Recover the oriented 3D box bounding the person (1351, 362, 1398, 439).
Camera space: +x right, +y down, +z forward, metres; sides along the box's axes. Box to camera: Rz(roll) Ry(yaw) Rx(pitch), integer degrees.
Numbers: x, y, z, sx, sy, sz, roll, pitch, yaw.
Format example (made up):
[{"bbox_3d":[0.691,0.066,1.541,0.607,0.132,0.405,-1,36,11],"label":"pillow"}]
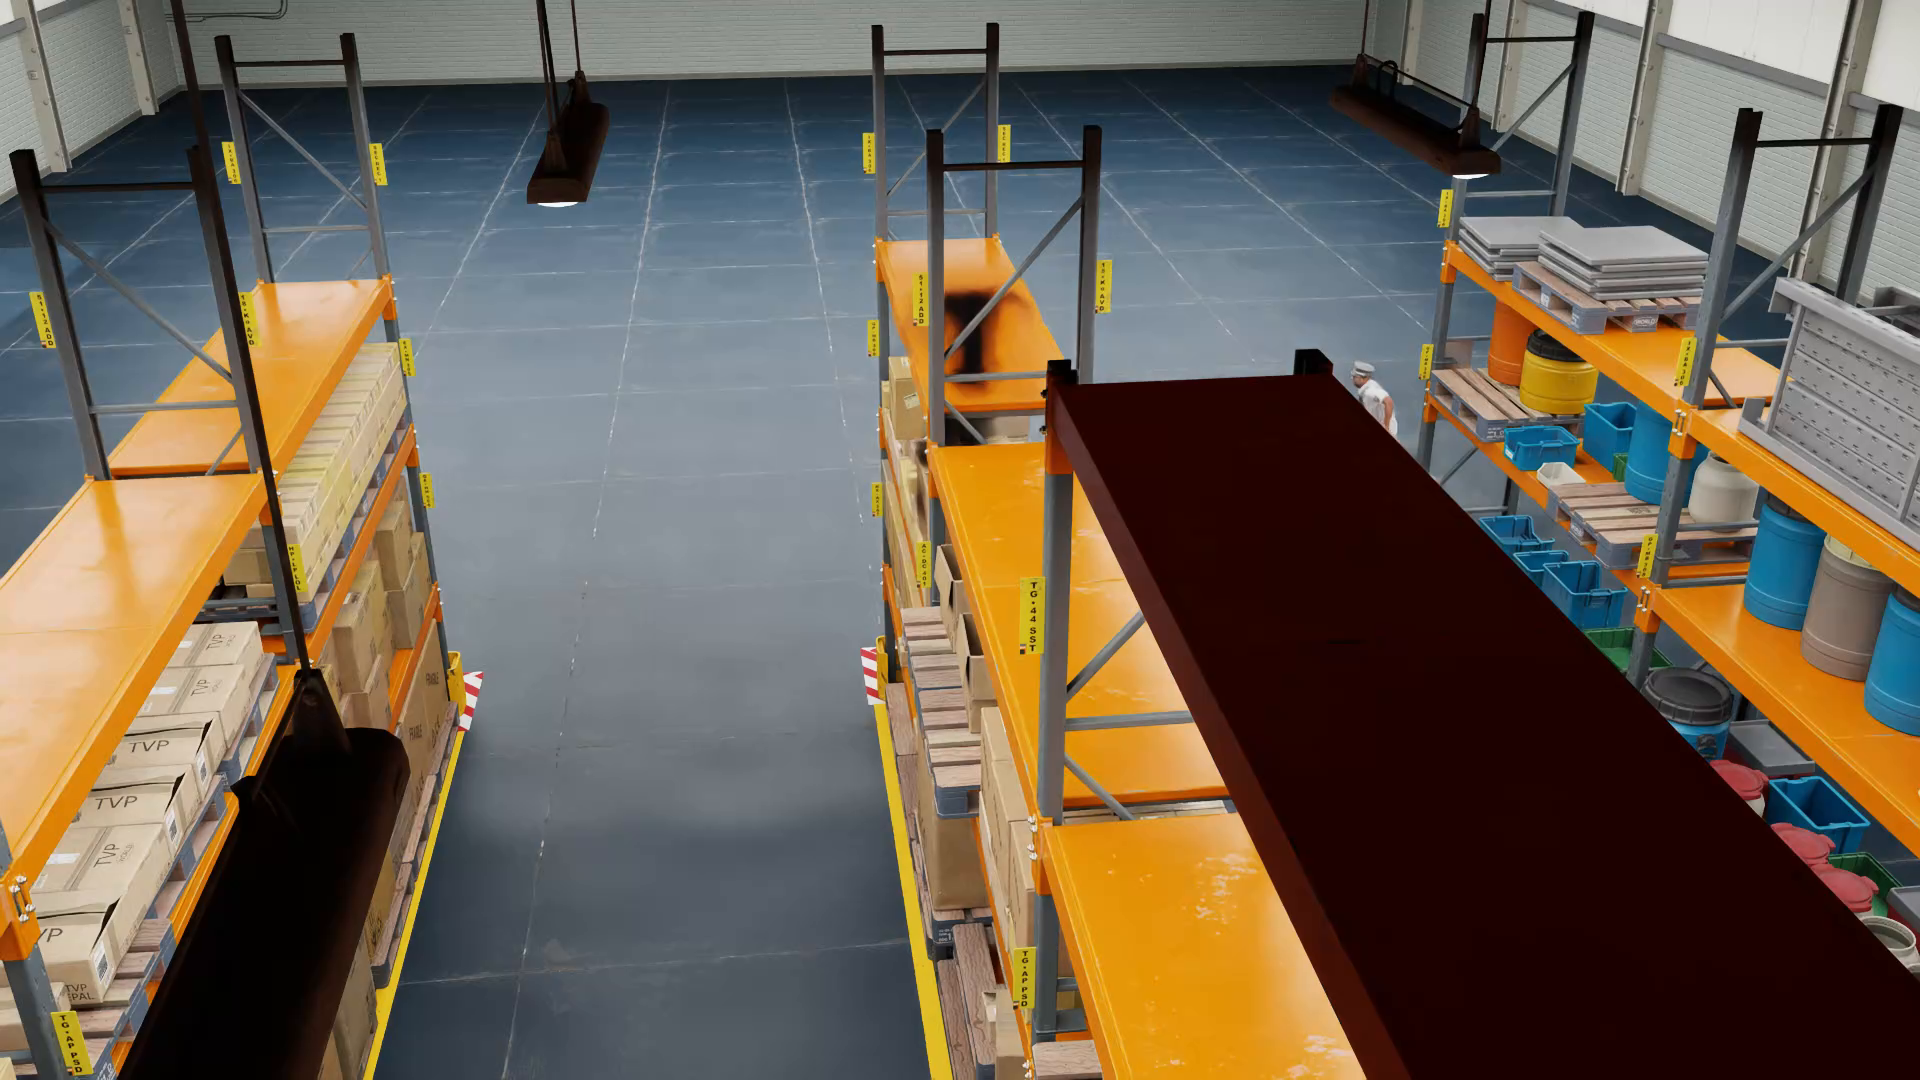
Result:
[{"bbox_3d":[4.771,-1.177,19.088,0.926,1.734,0.670,8,27,16],"label":"person"}]
